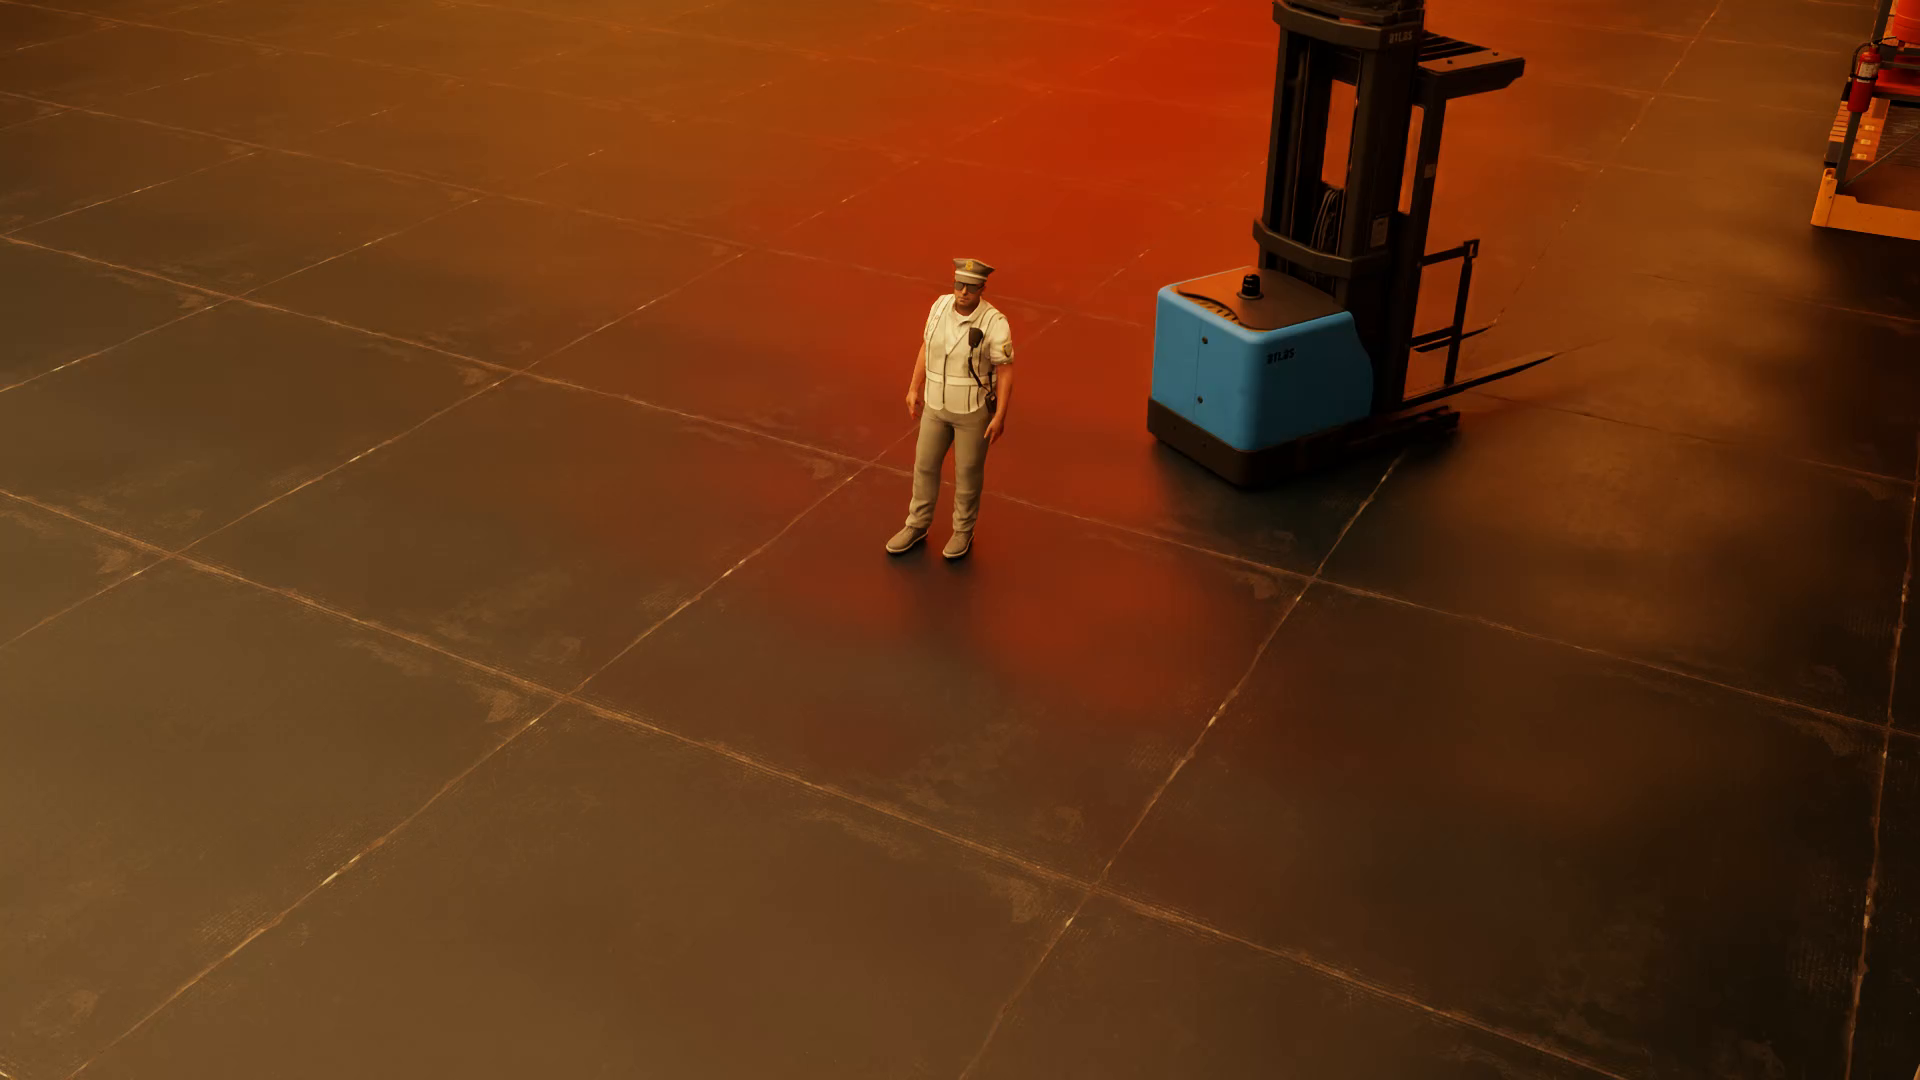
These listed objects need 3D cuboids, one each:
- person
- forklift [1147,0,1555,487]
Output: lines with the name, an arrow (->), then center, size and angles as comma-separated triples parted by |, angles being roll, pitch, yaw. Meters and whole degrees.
person -> -0.048, -0.746, 9.499 | 0.641, 1.779, 0.574 | 15, 33, 25
forklift -> 2.777, -2.145, 10.788 | 3.031, 2.935, 1.130 | -17, 34, -27
